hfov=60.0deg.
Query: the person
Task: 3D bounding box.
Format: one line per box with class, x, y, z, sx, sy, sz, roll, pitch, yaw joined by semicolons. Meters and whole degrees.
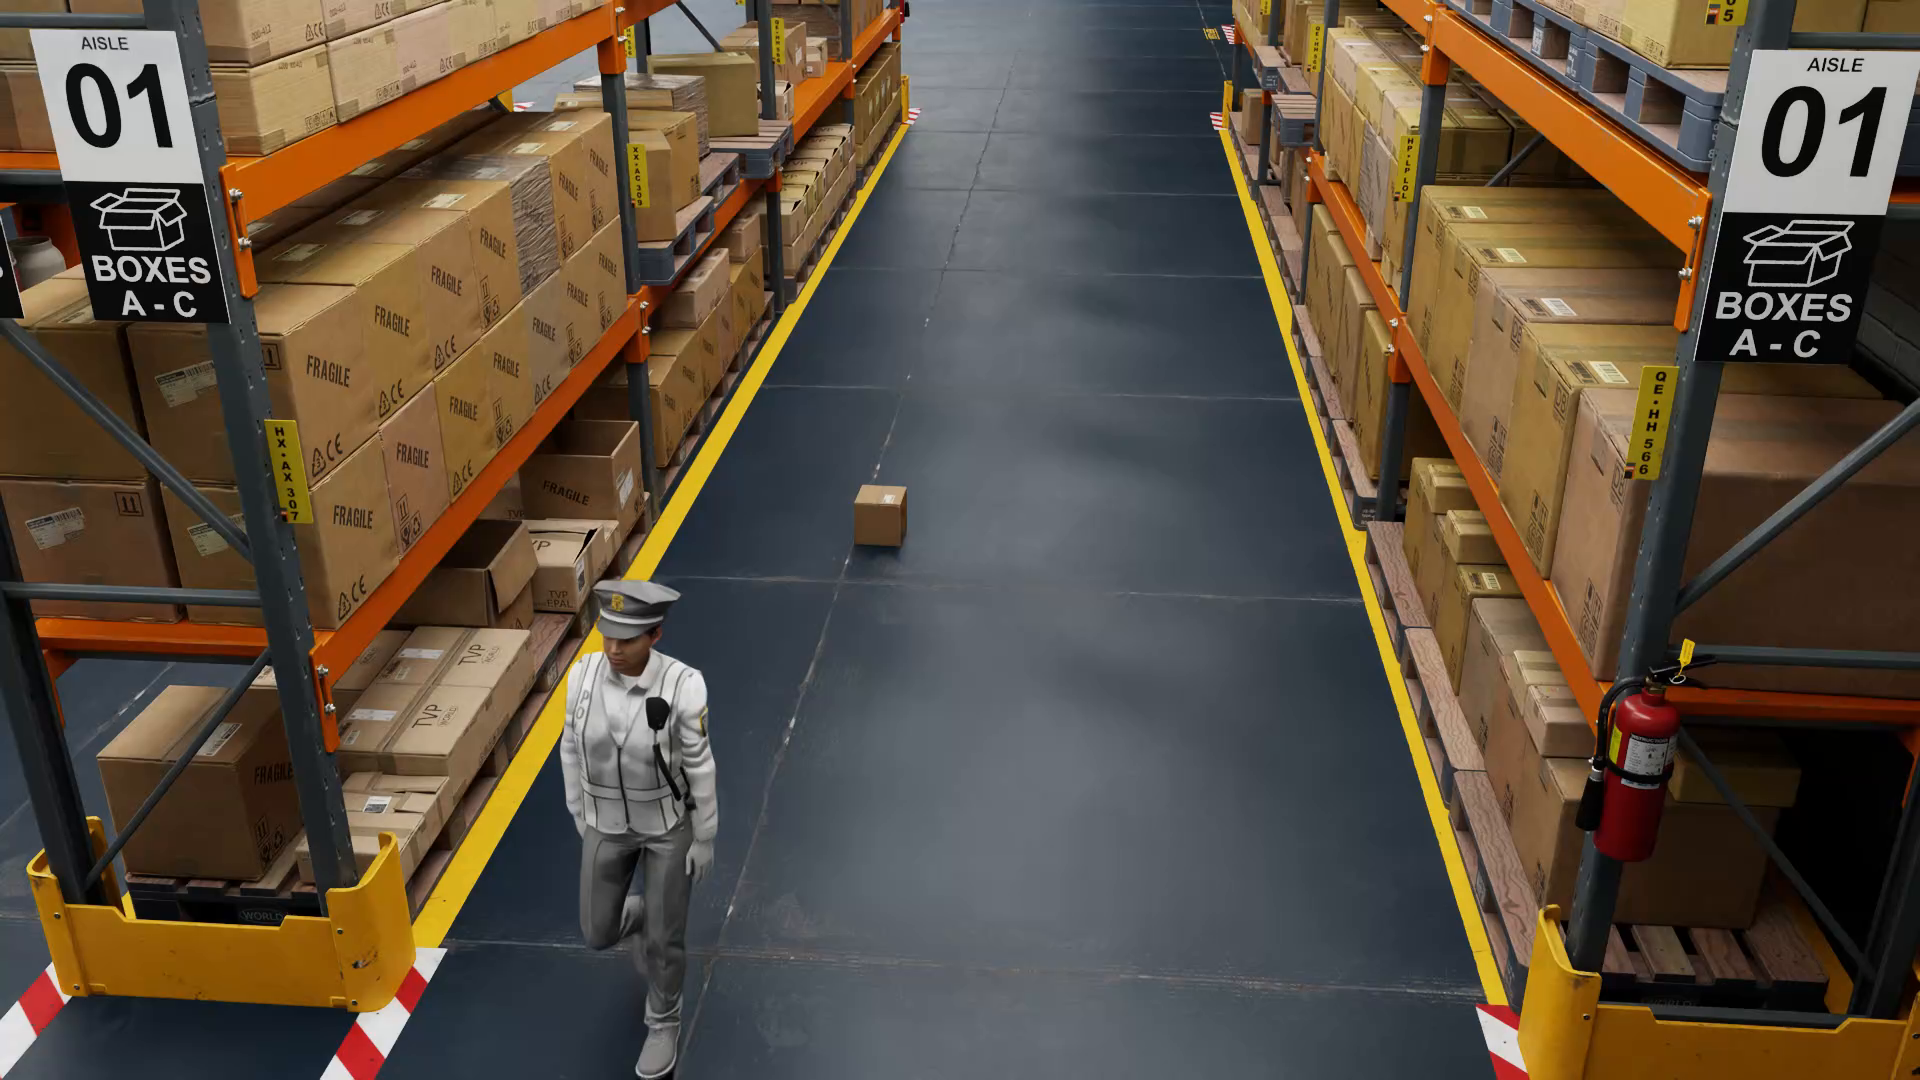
person;-0.989;0.611;5.021;0.502;0.627;0.319;3;25;6
